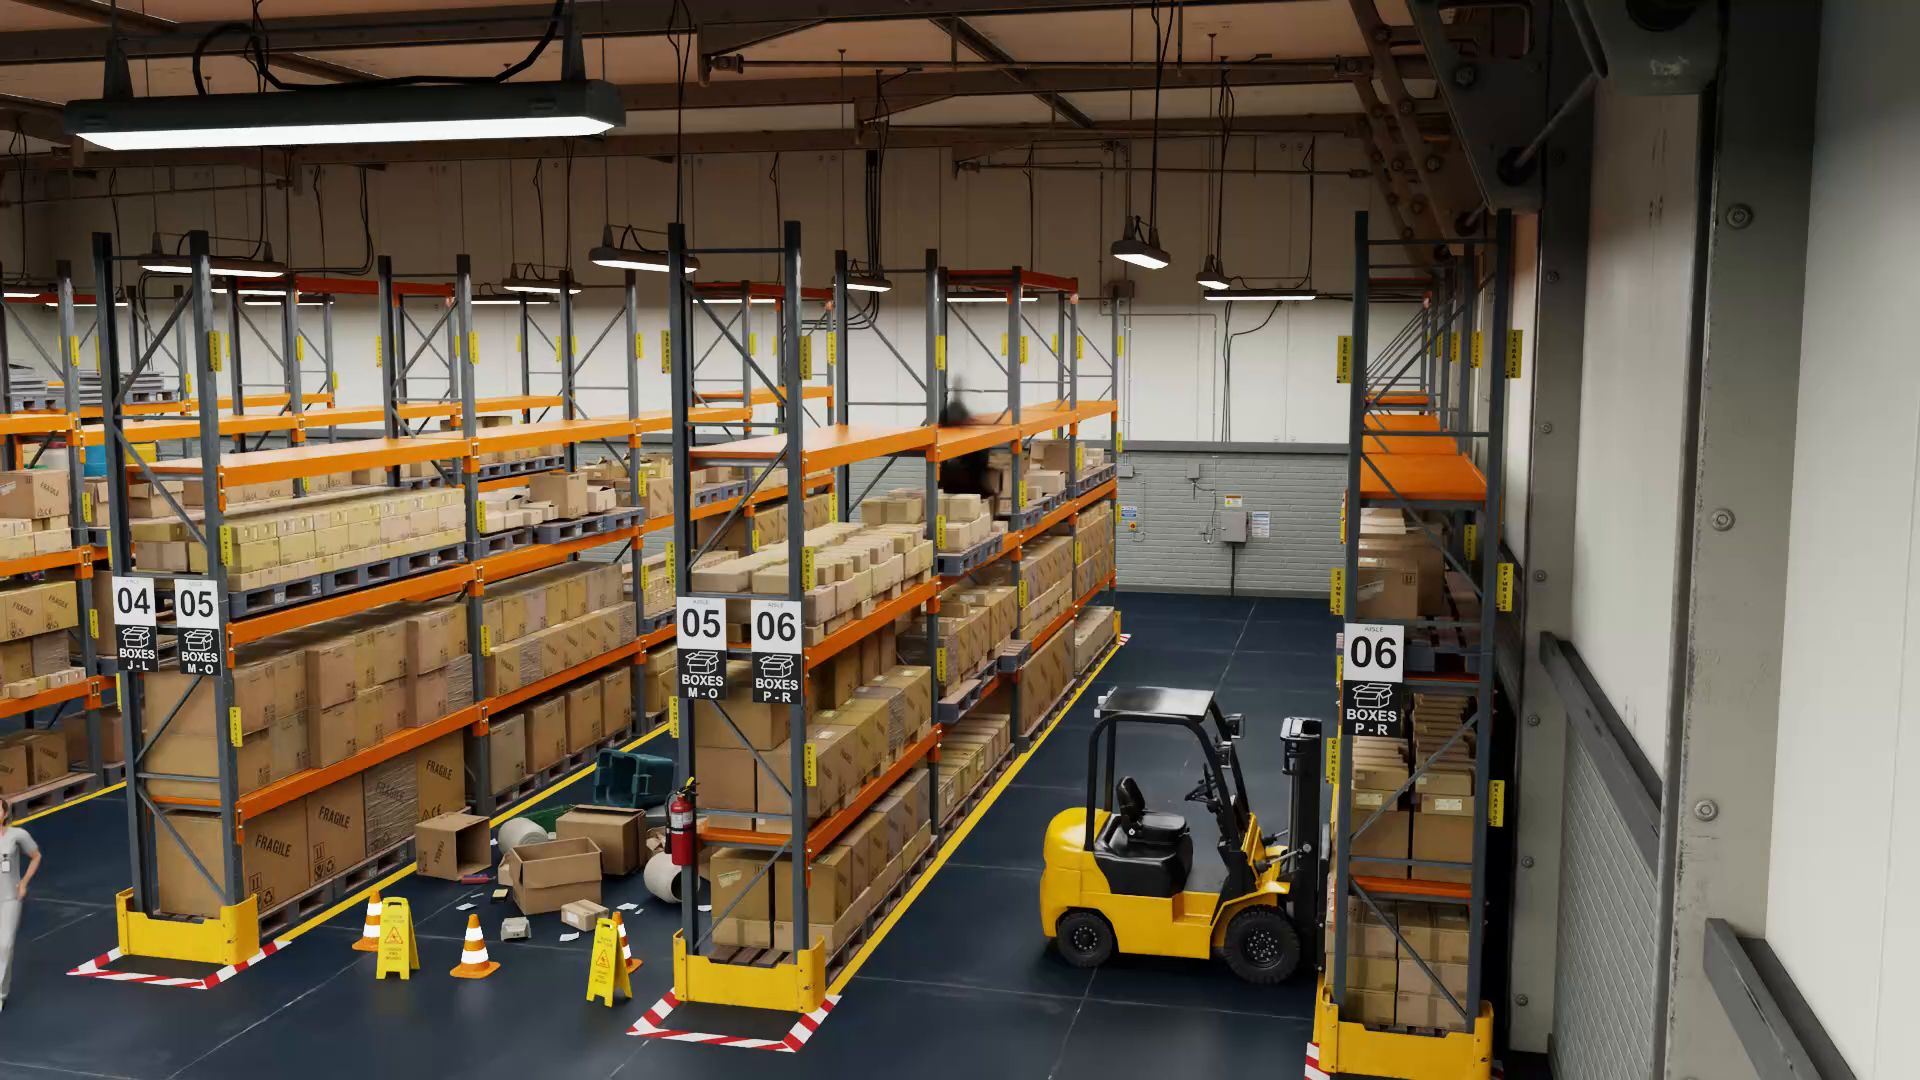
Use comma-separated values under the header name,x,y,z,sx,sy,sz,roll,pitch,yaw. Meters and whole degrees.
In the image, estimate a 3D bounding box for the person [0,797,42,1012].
name,x,y,z,sx,sy,sz,roll,pitch,yaw
person,-7.481,2.794,12.971,0.578,1.641,0.720,-3,7,-20

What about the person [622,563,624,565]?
name,x,y,z,sx,sy,sz,roll,pitch,yaw
person,-5.286,1.181,26.265,0.615,1.639,0.819,2,7,16
